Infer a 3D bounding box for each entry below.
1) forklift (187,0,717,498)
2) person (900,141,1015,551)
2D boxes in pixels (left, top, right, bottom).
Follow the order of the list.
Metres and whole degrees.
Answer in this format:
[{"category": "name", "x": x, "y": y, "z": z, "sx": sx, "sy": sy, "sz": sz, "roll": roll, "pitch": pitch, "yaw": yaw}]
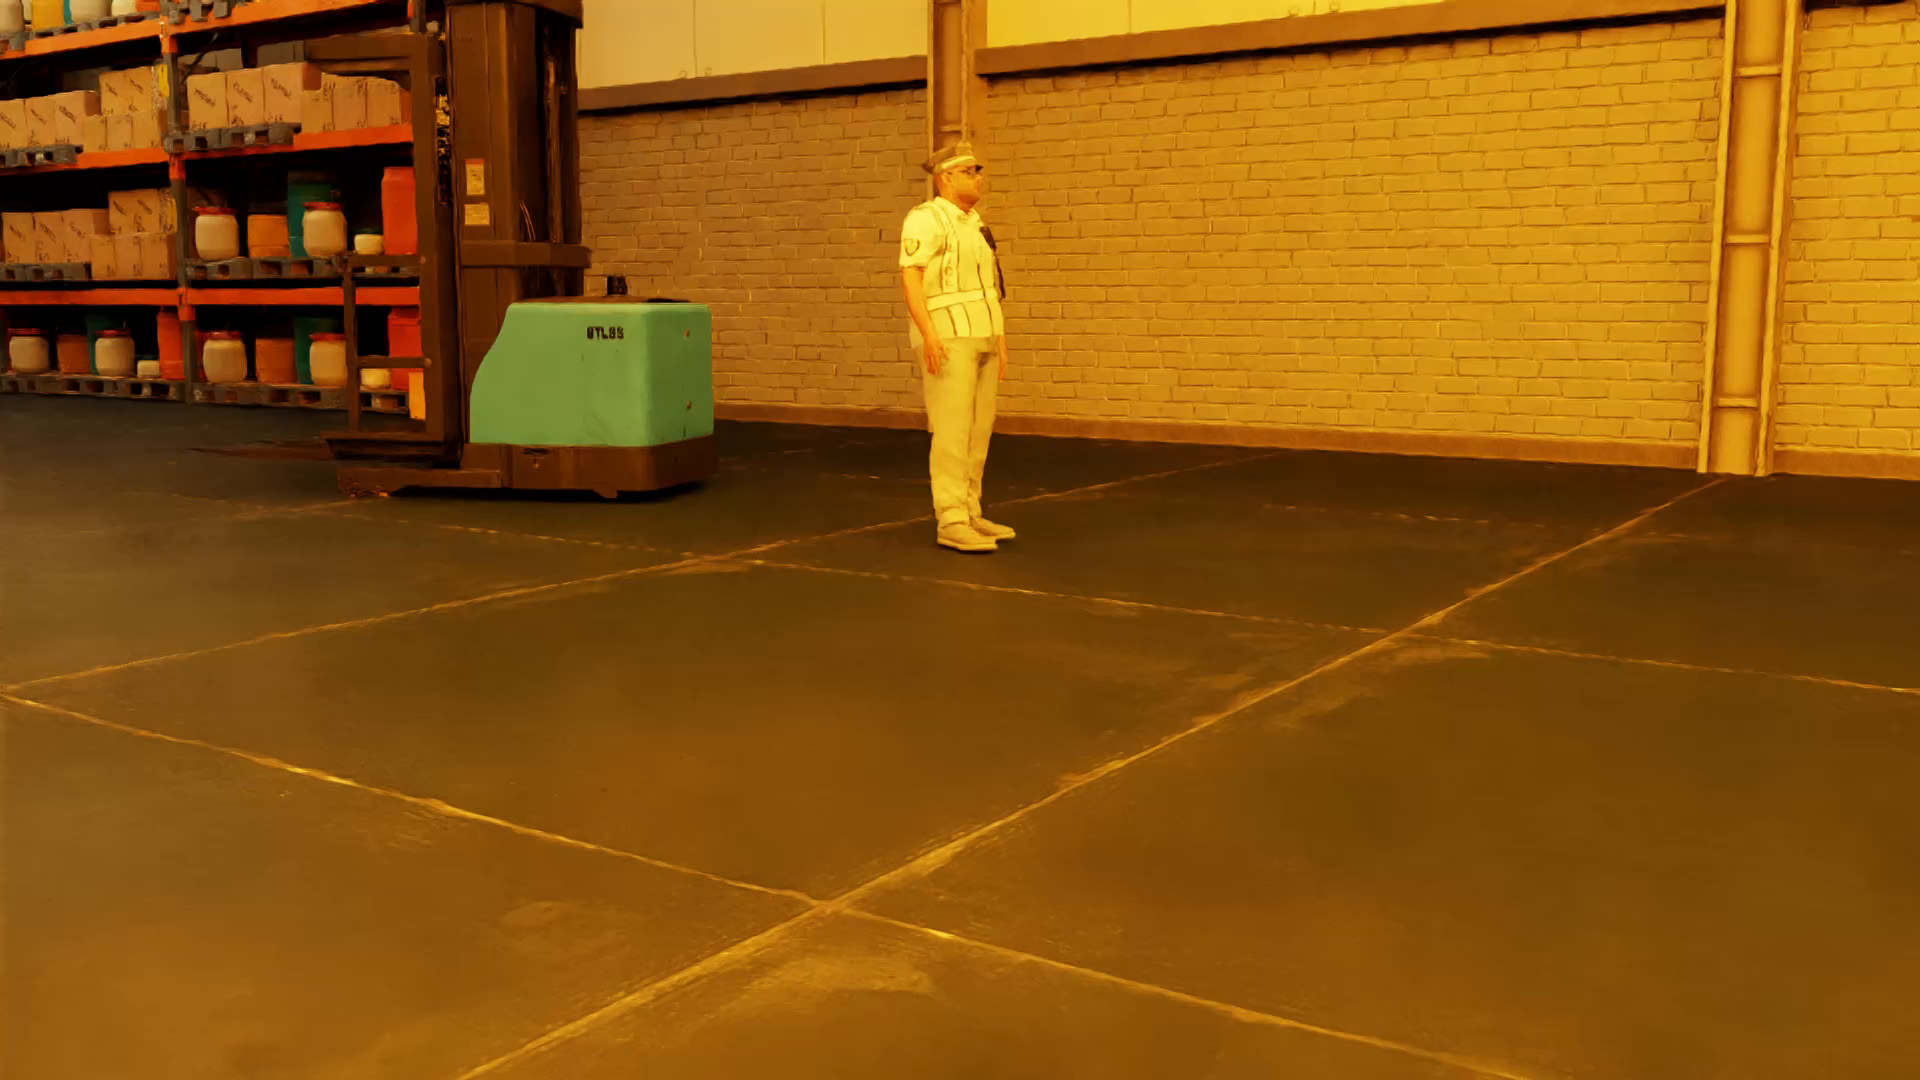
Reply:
[{"category": "forklift", "x": -3.015, "y": -1.763, "z": 9.594, "sx": 3.031, "sy": 2.935, "sz": 1.130, "roll": 2, "pitch": 8, "yaw": 14}, {"category": "person", "x": 0.058, "y": -0.881, "z": 7.424, "sx": 0.574, "sy": 1.778, "sz": 0.640, "roll": 5, "pitch": 10, "yaw": 34}]
